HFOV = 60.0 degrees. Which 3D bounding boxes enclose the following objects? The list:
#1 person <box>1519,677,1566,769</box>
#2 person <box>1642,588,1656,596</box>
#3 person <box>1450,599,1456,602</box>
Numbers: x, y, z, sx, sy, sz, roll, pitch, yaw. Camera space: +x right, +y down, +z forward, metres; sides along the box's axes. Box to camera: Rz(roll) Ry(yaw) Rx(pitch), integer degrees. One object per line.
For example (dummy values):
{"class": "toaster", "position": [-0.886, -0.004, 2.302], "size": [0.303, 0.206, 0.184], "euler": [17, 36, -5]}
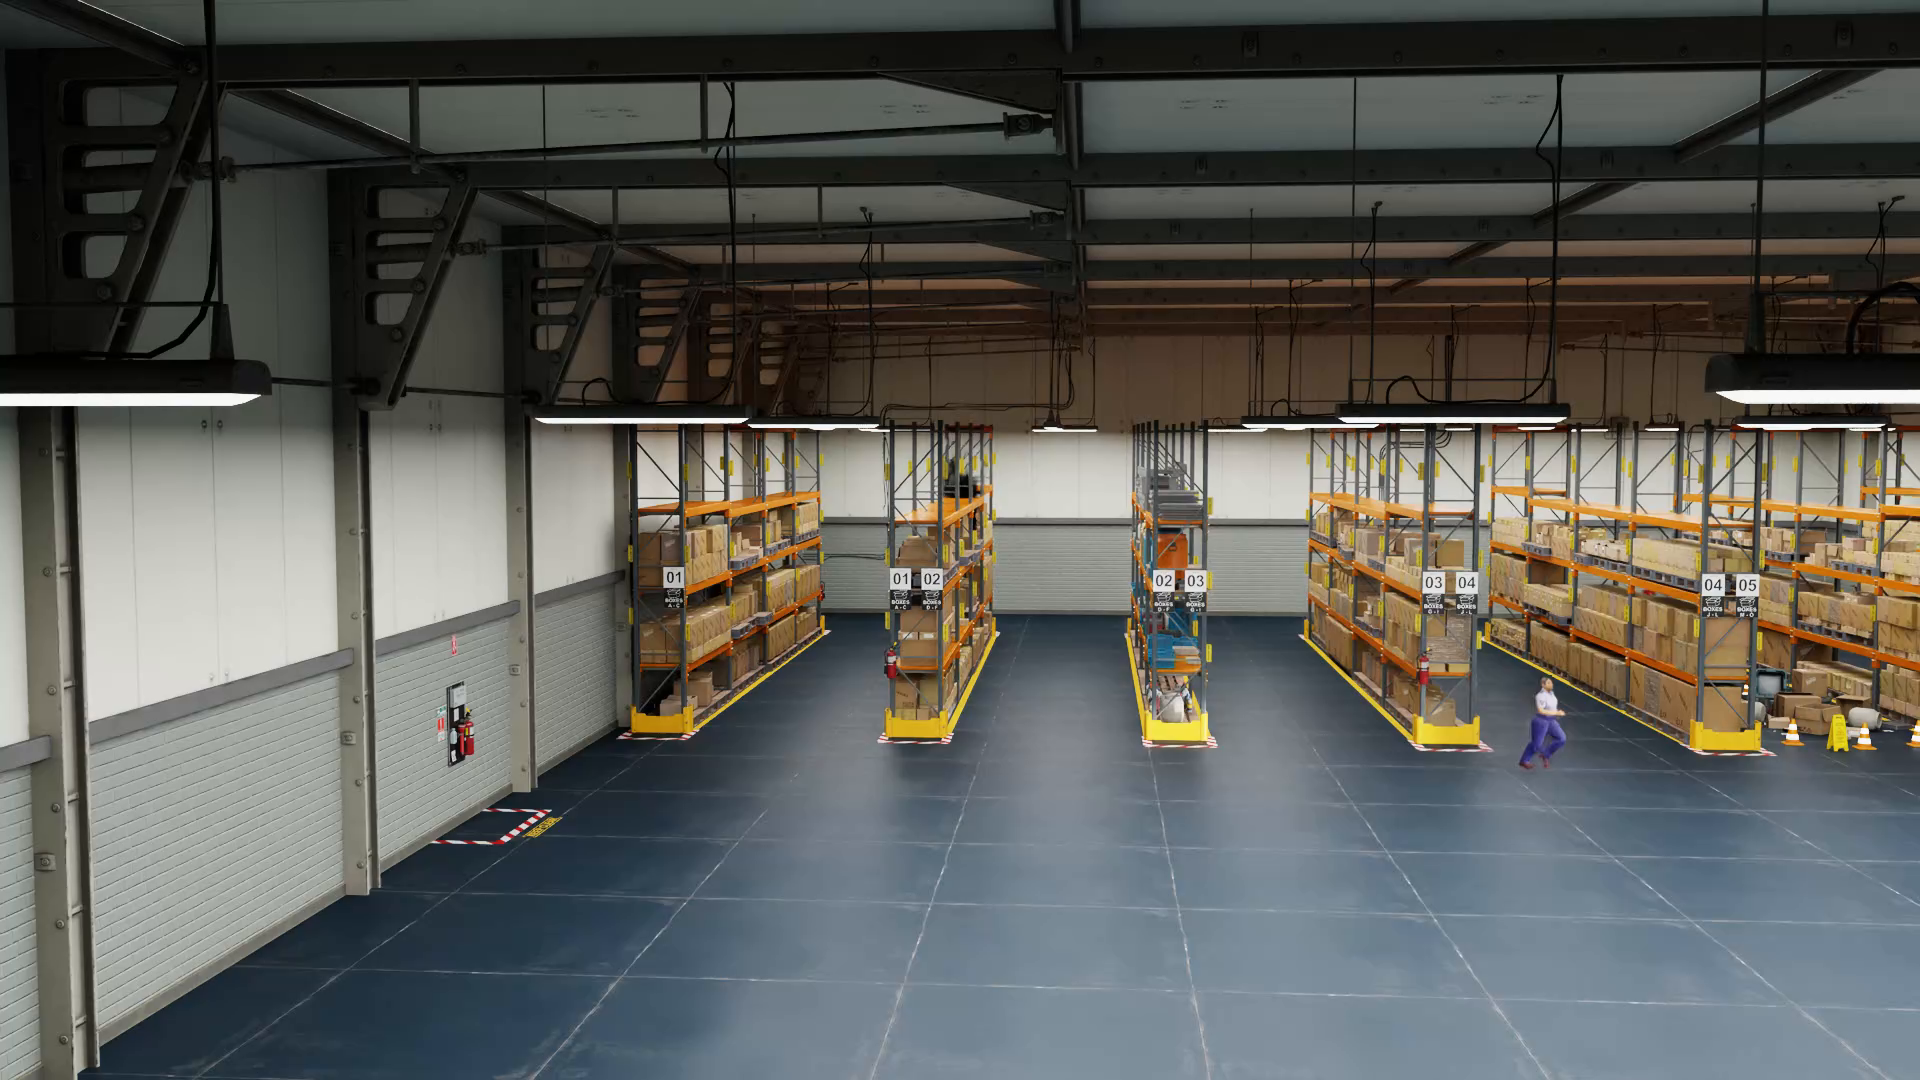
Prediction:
{"class": "person", "position": [9.940, 3.121, 28.258], "size": [0.592, 1.577, 0.811], "euler": [-3, 5, -40]}
{"class": "person", "position": [19.604, 1.876, 47.233], "size": [0.857, 1.766, 0.670], "euler": [1, 4, 9]}
{"class": "person", "position": [13.371, 1.974, 45.760], "size": [0.744, 1.721, 0.542], "euler": [2, 4, 25]}
